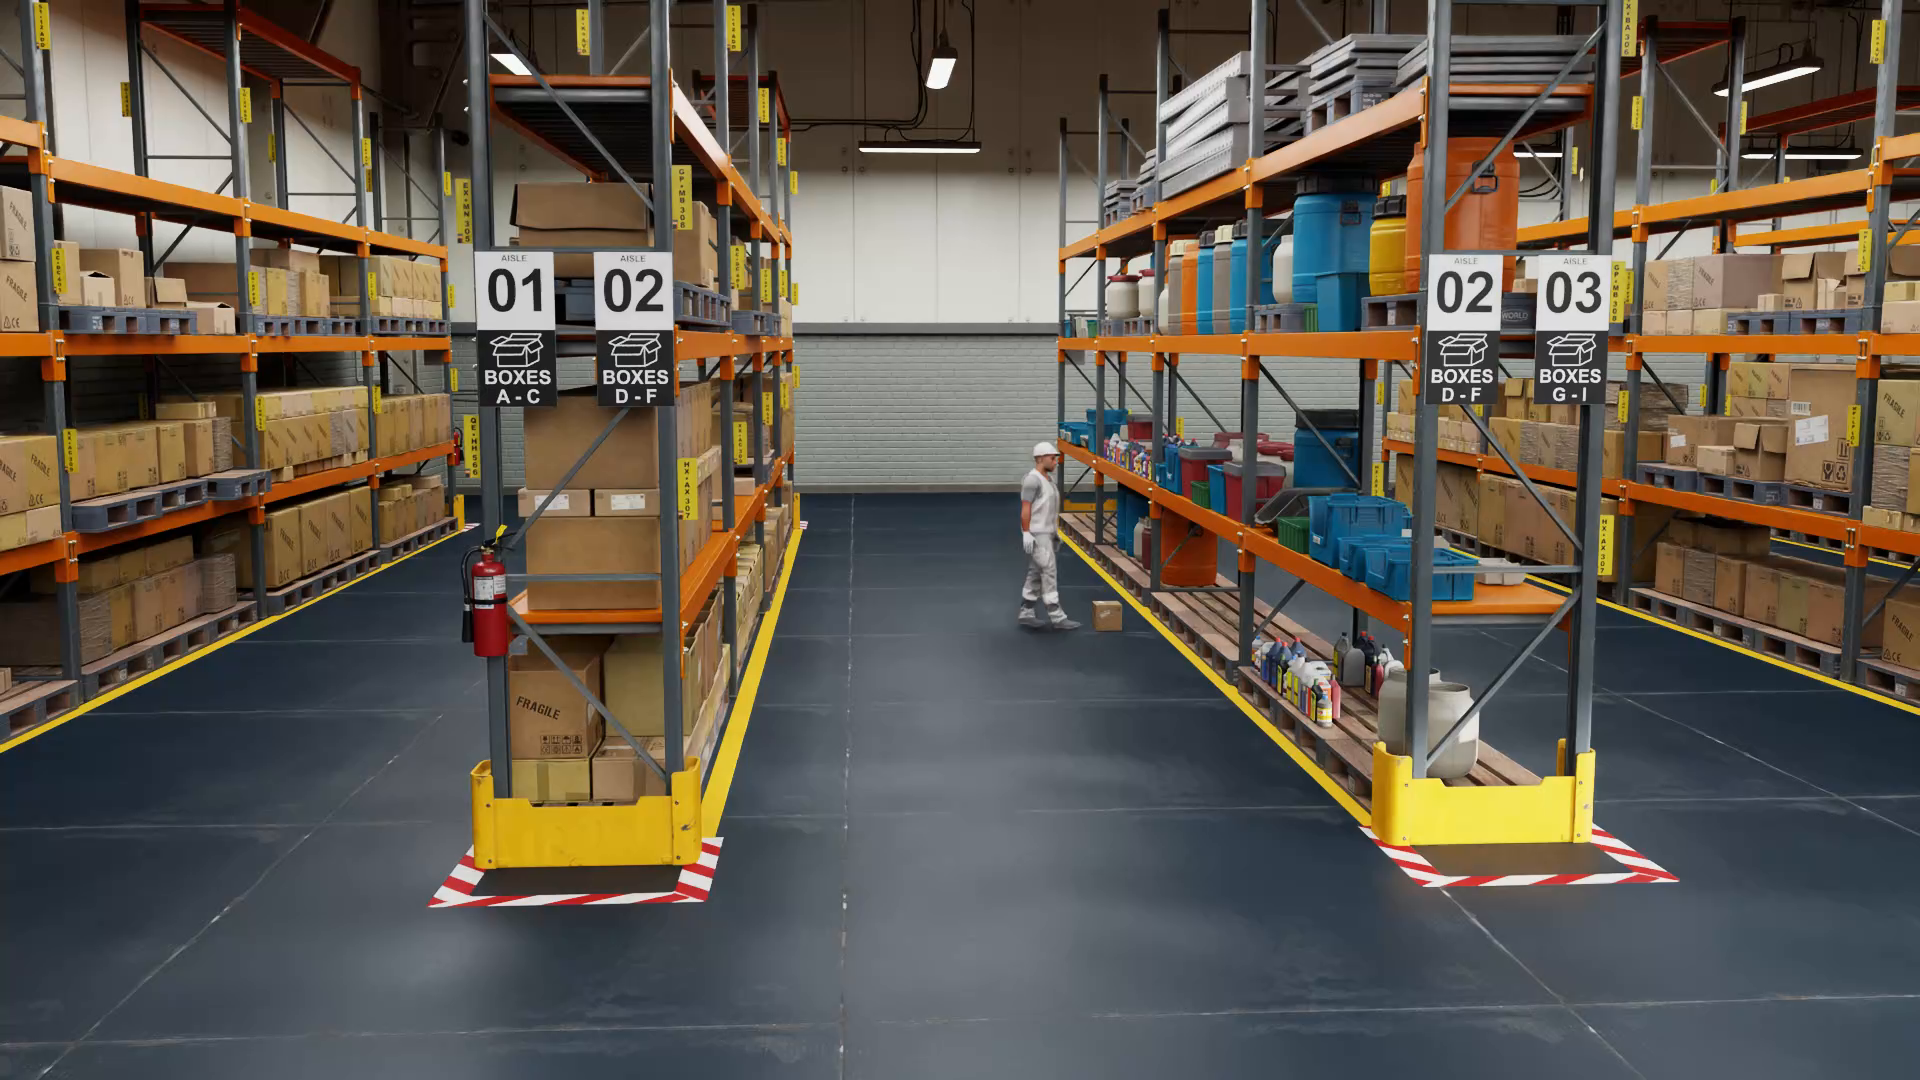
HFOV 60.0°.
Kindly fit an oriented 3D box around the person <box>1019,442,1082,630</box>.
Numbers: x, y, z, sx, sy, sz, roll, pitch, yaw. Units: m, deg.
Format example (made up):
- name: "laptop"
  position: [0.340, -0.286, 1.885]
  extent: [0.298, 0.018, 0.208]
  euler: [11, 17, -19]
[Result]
- name: "person"
  position: [0.889, -0.036, 15.839]
  extent: [0.718, 1.774, 0.597]
  euler: [3, 7, 24]
